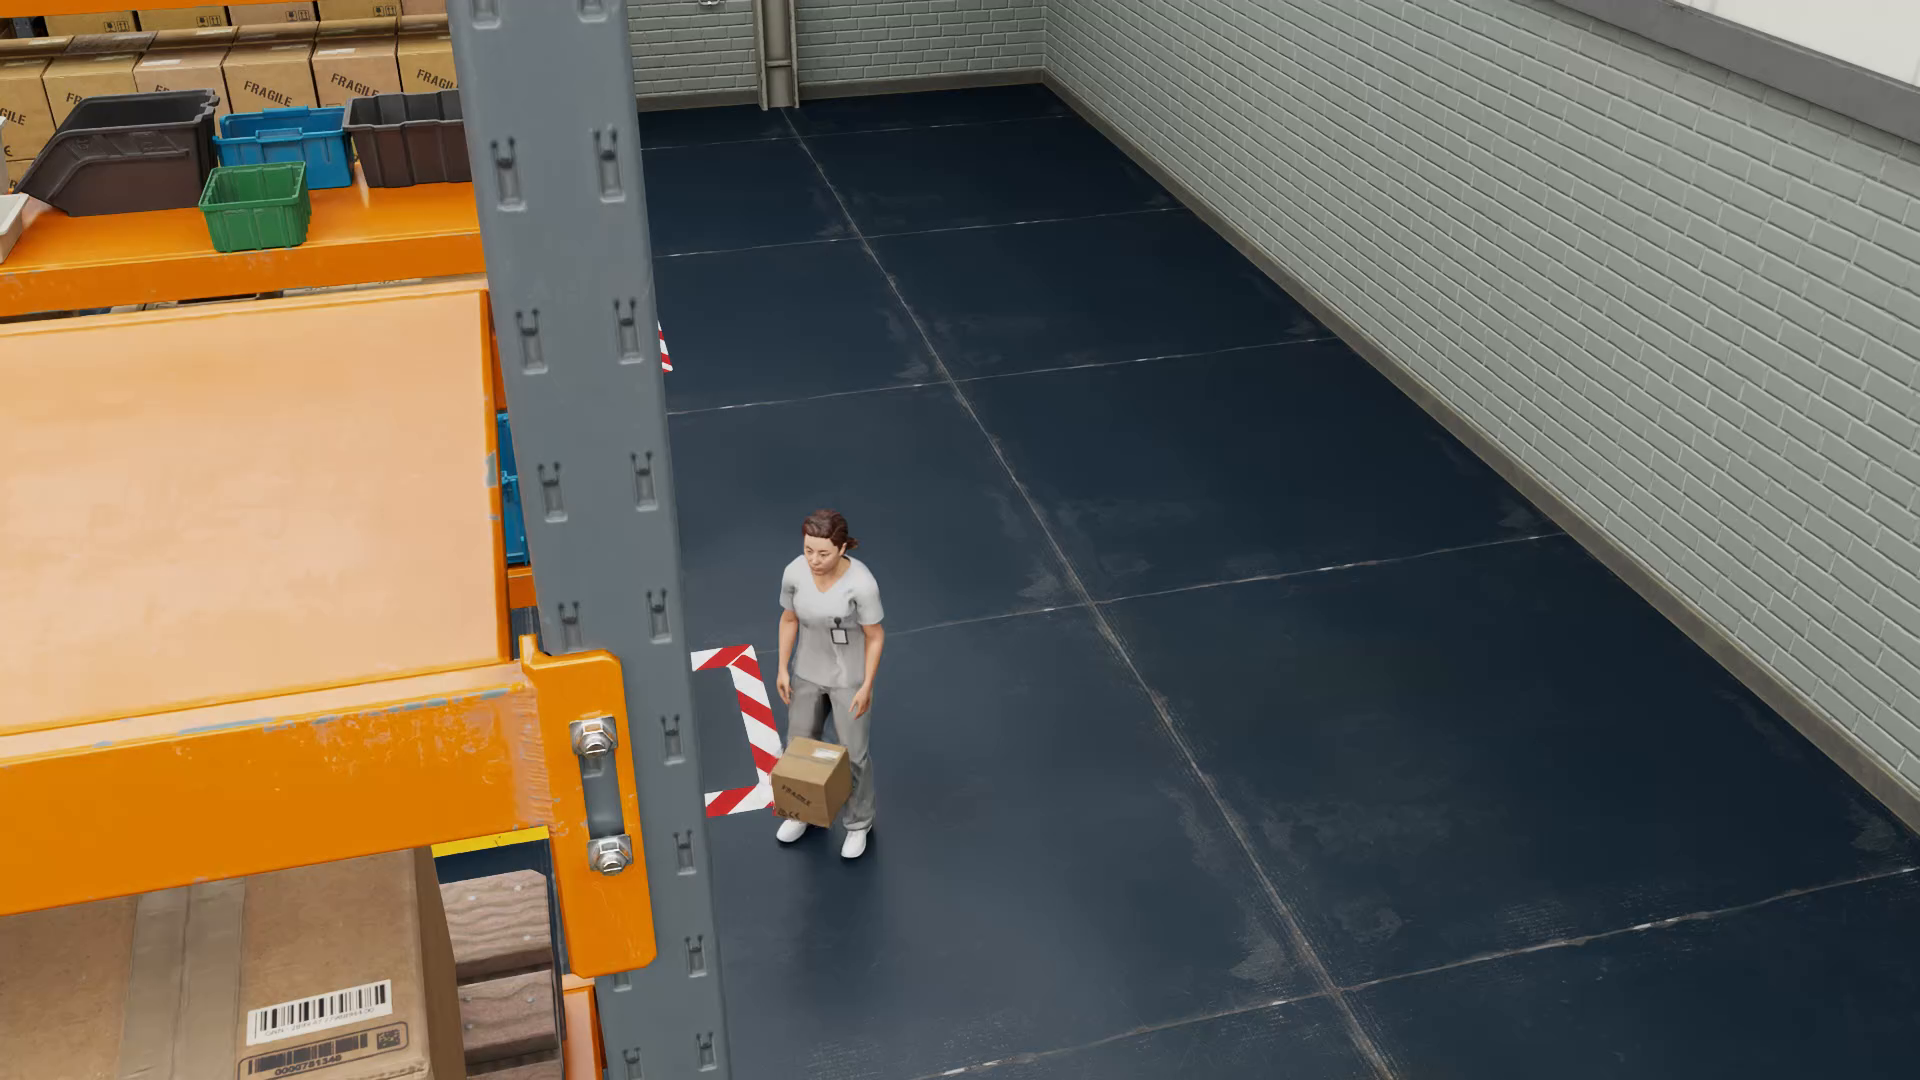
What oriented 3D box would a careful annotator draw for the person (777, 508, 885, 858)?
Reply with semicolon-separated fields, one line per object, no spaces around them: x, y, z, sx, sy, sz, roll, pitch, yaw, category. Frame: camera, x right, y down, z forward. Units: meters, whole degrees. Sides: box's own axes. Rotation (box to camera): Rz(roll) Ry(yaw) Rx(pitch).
-0.554;0.596;7.112;0.476;1.675;0.363;11;32;17;person
